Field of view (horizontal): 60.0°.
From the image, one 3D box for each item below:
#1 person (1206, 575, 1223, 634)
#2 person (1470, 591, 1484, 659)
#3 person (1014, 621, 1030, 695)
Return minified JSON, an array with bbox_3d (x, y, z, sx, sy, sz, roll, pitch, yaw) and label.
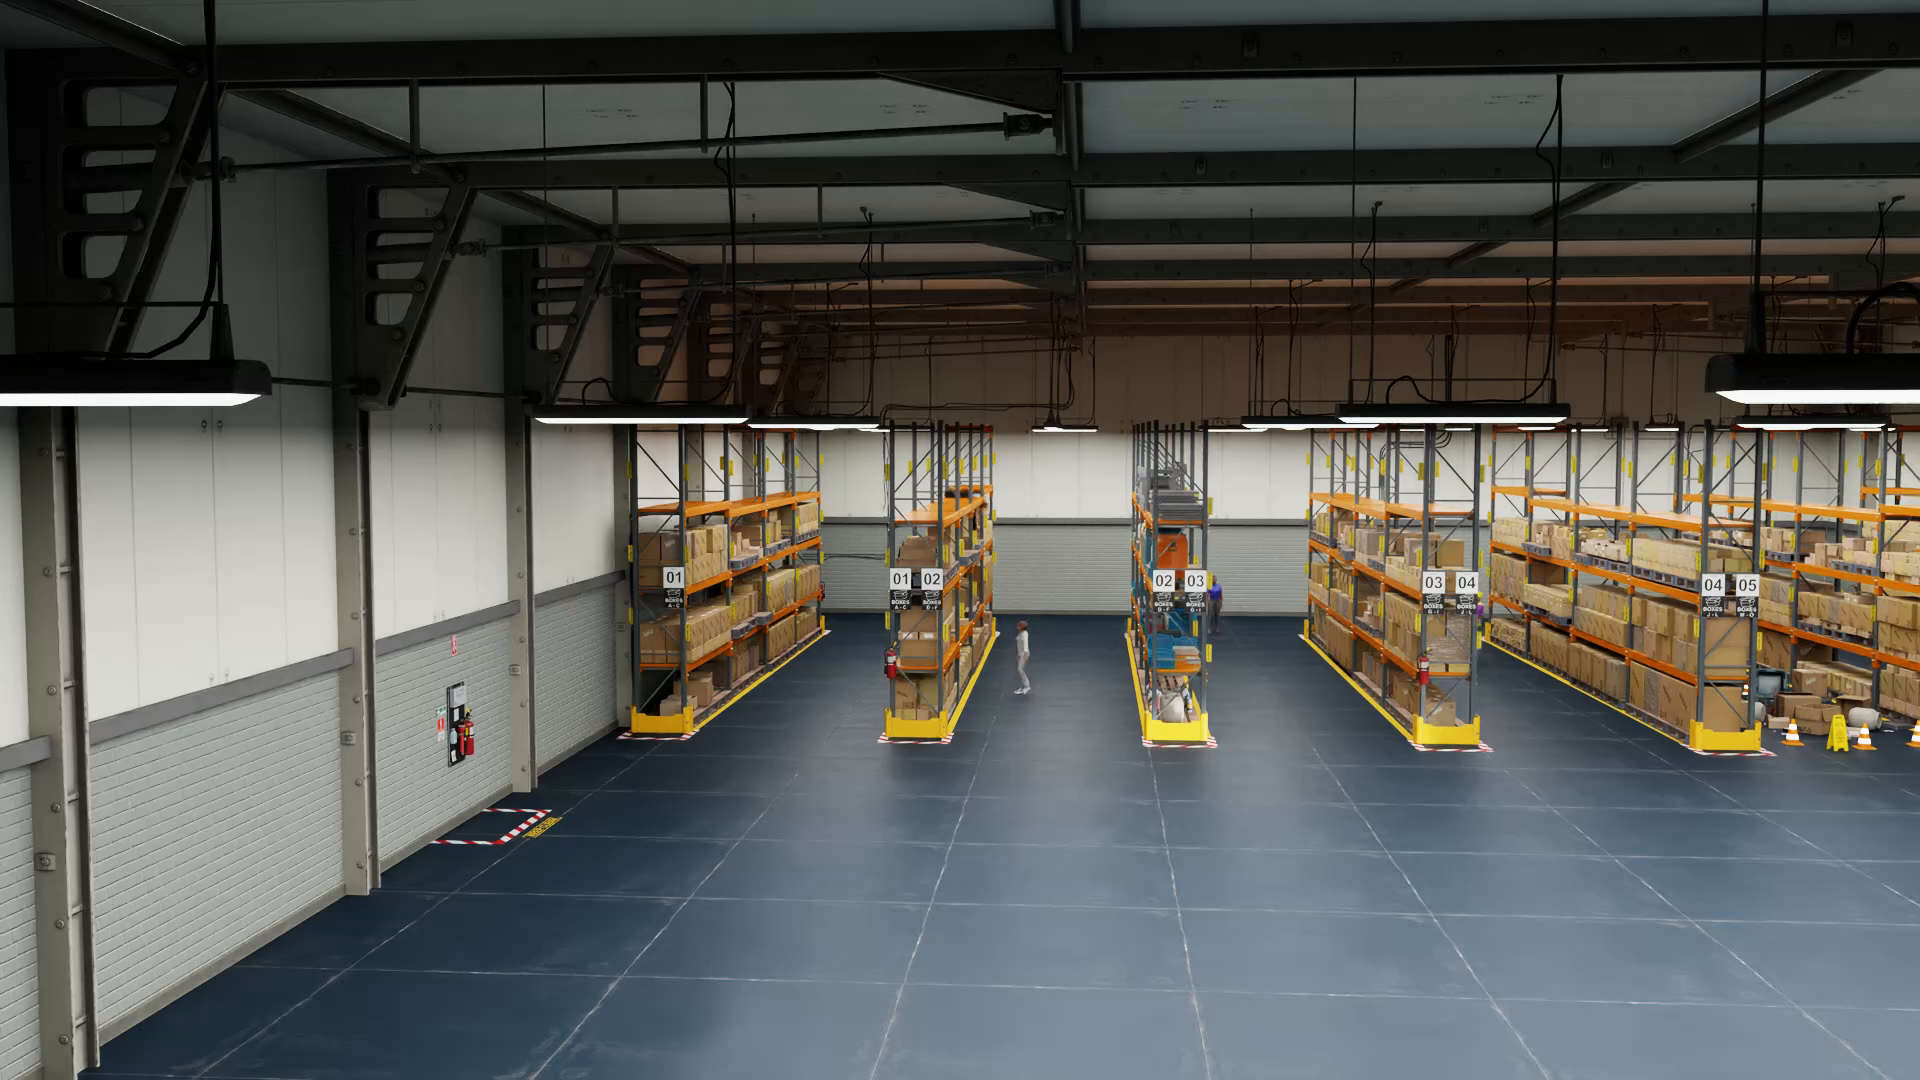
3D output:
[{"bbox_3d":[7.347,1.862,48.040,0.506,1.671,0.510,0,4,-2],"label":"person"},{"bbox_3d":[12.981,2.175,42.121,0.542,1.764,0.591,1,4,20],"label":"person"},{"bbox_3d":[1.369,2.593,36.816,0.341,1.613,0.463,-1,4,-9],"label":"person"}]
